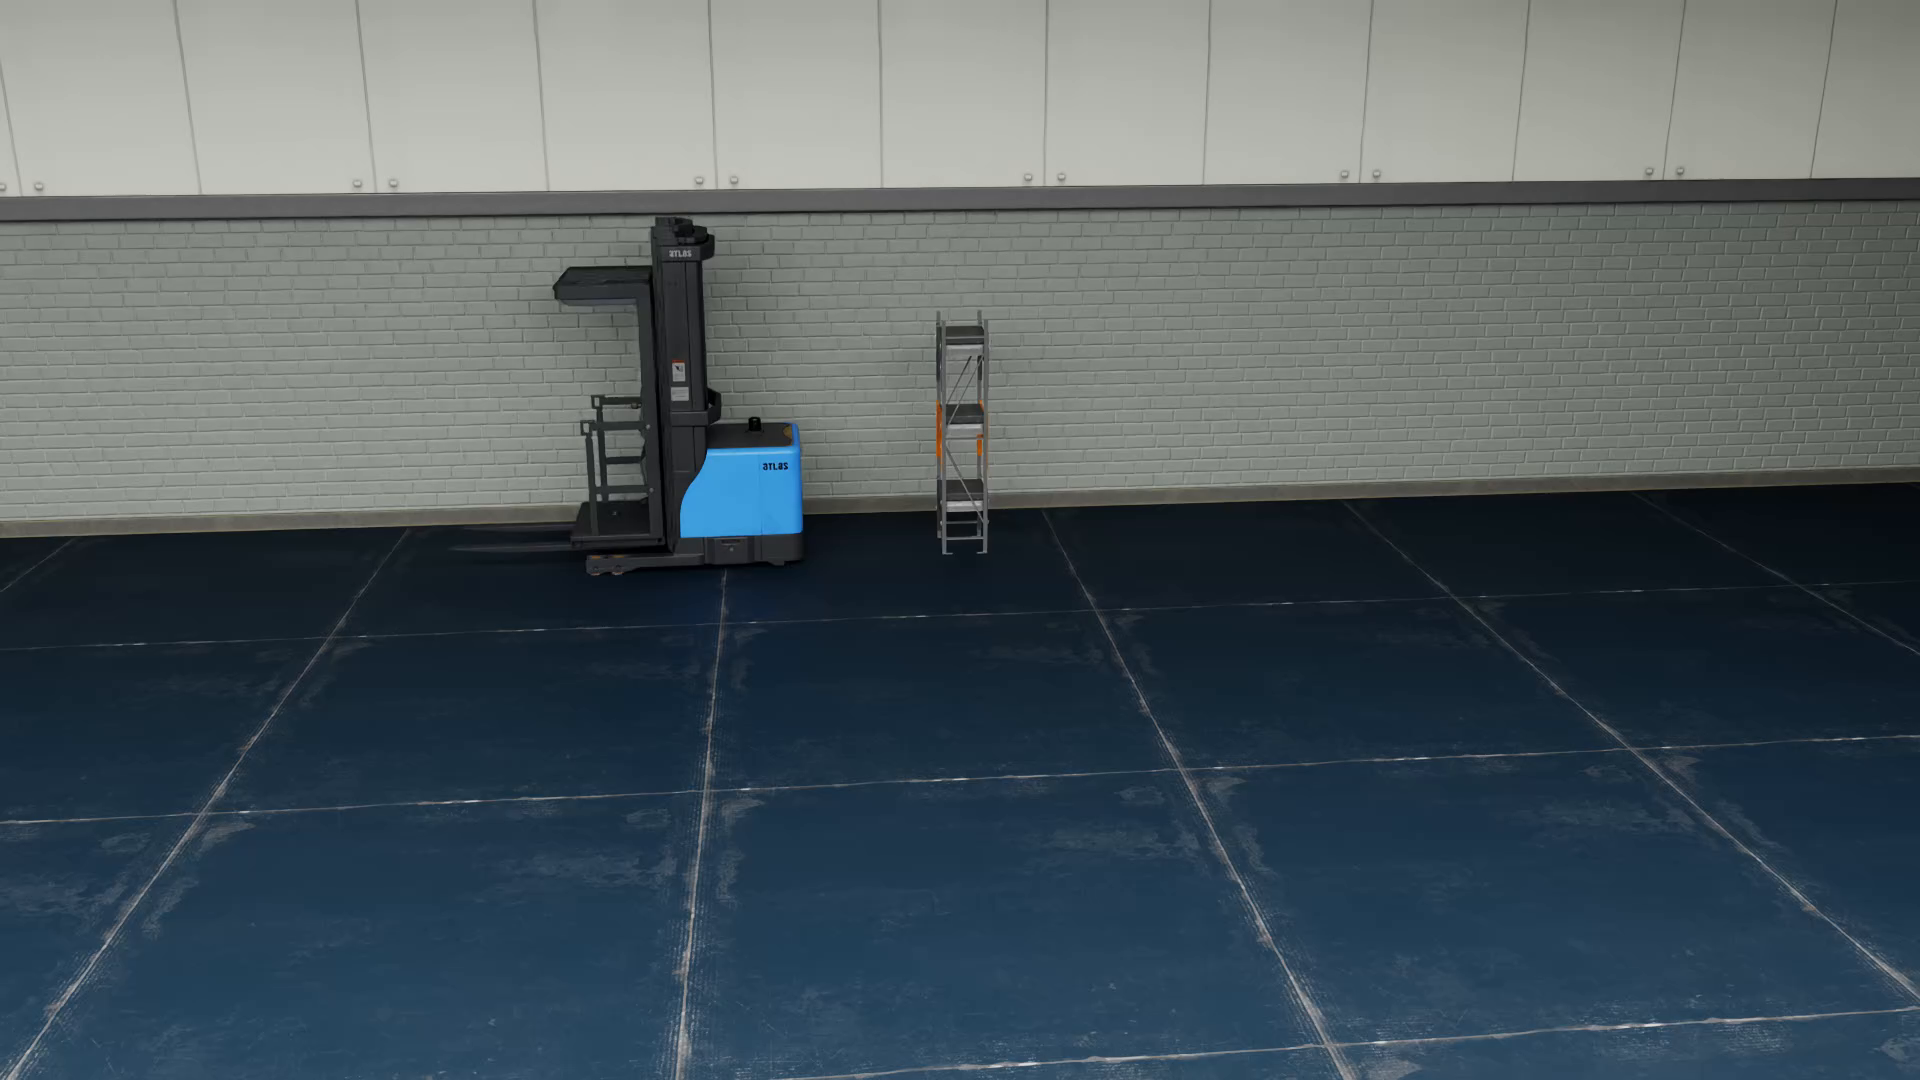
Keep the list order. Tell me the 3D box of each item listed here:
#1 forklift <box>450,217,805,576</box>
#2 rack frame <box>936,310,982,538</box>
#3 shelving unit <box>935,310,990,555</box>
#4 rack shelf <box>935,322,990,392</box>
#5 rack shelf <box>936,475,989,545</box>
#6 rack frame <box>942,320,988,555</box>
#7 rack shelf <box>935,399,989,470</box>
[{"bbox_3d":[-2.907,-1.258,14.365,3.031,2.935,1.130,-2,18,-6],"label":"forklift"},{"bbox_3d":[-0.008,-1.025,15.010,0.400,2.100,0.015,-2,18,-6],"label":"rack frame"},{"bbox_3d":[0.017,-0.952,14.778,0.431,2.100,0.503,-2,18,-6],"label":"shelving unit"},{"bbox_3d":[0.017,-1.607,14.573,0.431,0.518,0.480,-2,18,-6],"label":"rack shelf"},{"bbox_3d":[0.017,-0.272,14.992,0.431,0.518,0.480,-2,18,-6],"label":"rack shelf"},{"bbox_3d":[0.042,-0.880,14.547,0.400,2.100,0.015,-2,18,-6],"label":"rack frame"},{"bbox_3d":[0.017,-0.939,14.782,0.431,0.518,0.480,-2,18,-6],"label":"rack shelf"}]
